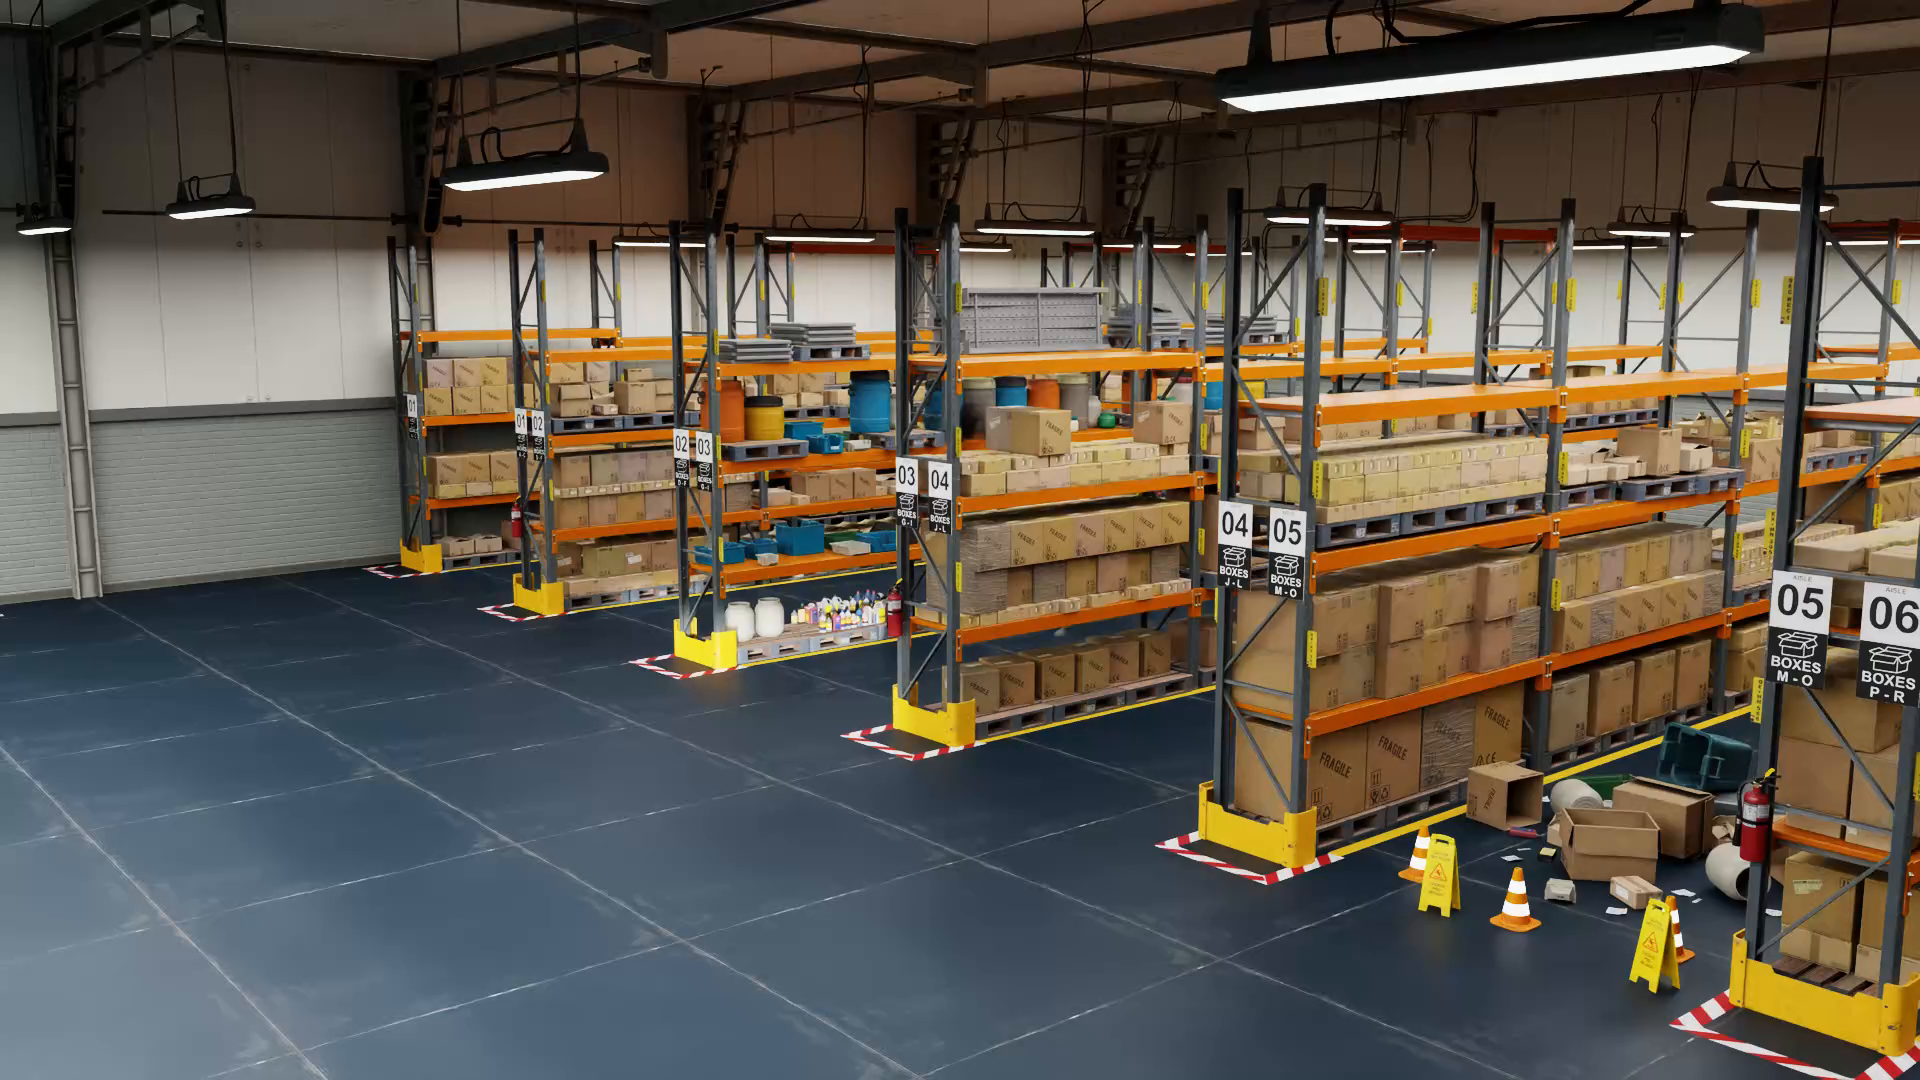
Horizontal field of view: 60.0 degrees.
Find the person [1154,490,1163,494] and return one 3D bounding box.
[{"bbox_3d":[4.965,-1.678,39.442,0.571,1.621,0.827,-4,10,-23],"label":"person"}]

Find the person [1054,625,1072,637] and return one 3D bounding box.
[{"bbox_3d":[1.456,0.498,23.170,0.641,1.716,0.739,8,12,42],"label":"person"}]

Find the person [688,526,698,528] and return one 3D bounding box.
[{"bbox_3d":[-4.879,-0.243,30.315,0.546,1.549,0.584,7,11,39],"label":"person"}]
